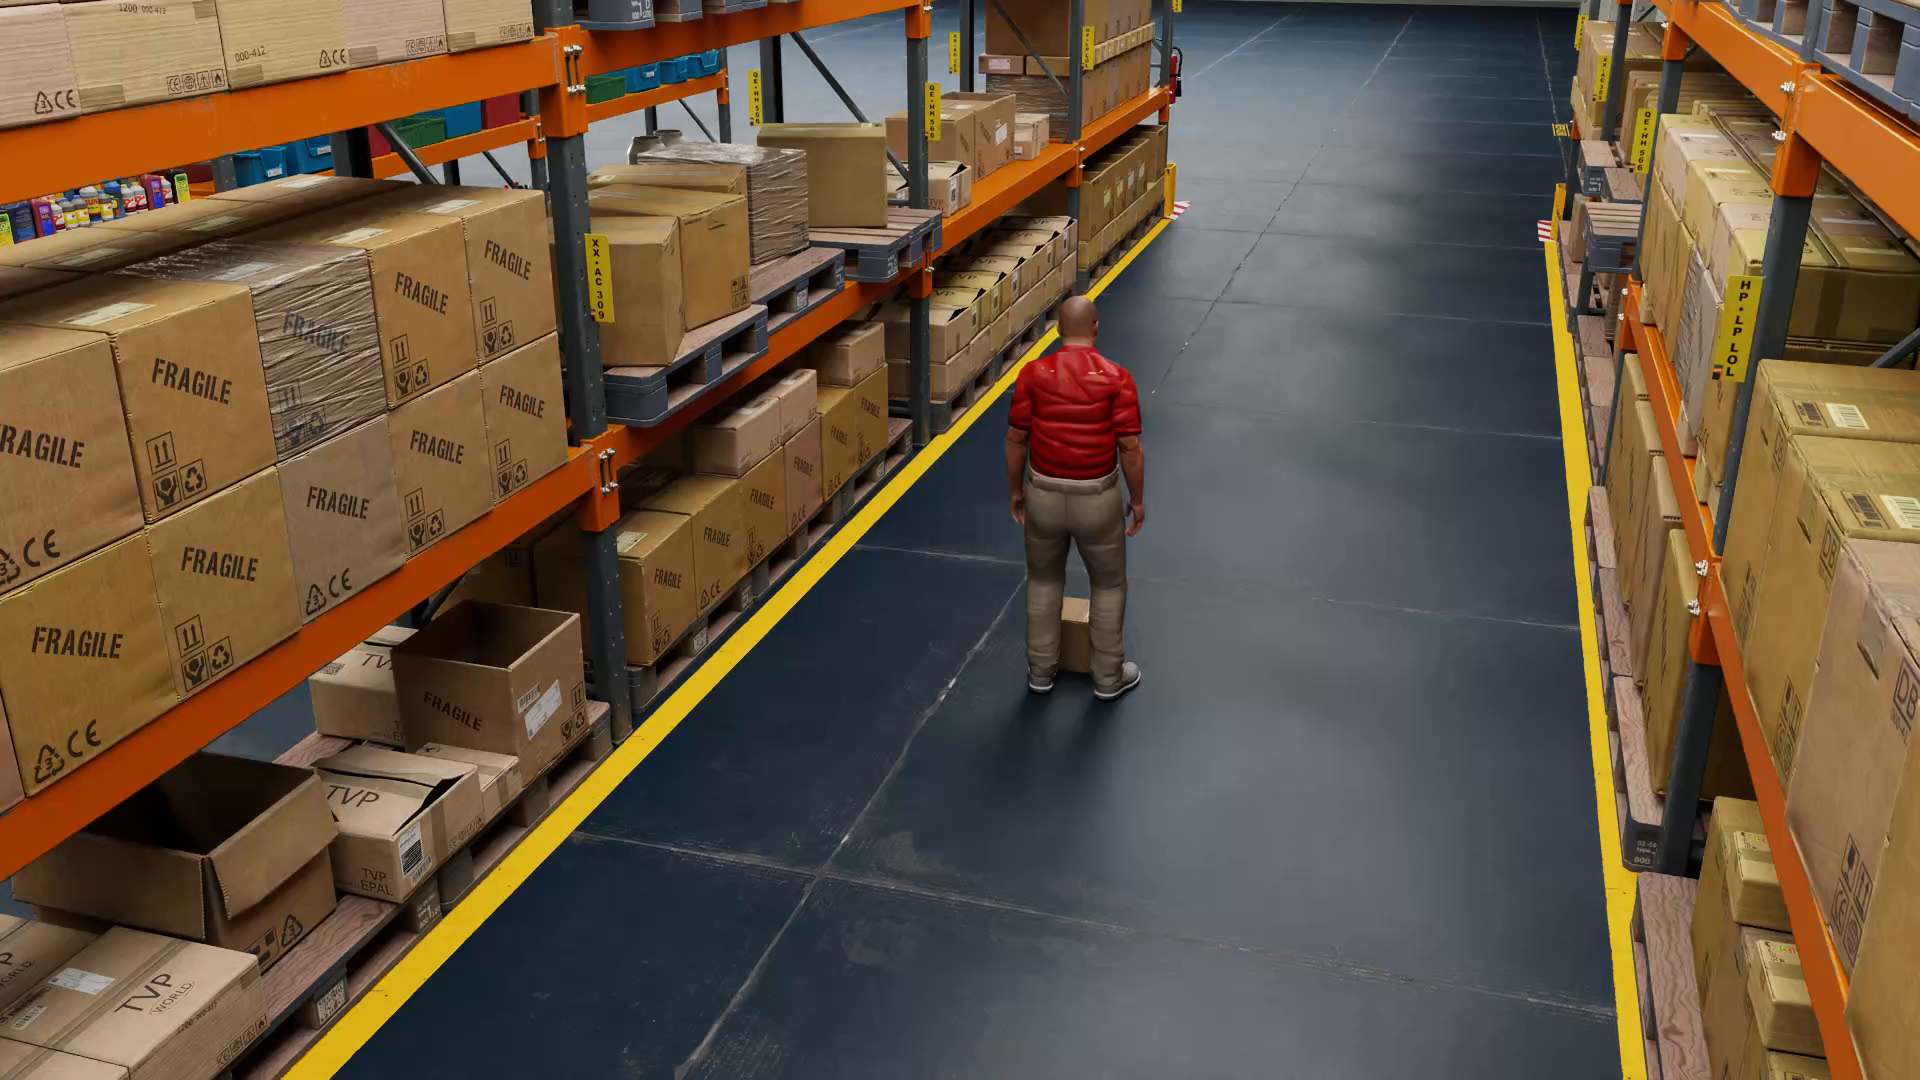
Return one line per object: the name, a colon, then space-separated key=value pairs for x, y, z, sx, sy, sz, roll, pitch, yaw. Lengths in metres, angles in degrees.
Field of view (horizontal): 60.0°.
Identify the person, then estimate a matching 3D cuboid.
person: x=0.487 y=-0.166 z=7.020 sx=0.587 sy=1.726 sz=0.384 roll=6 pitch=23 yaw=15
